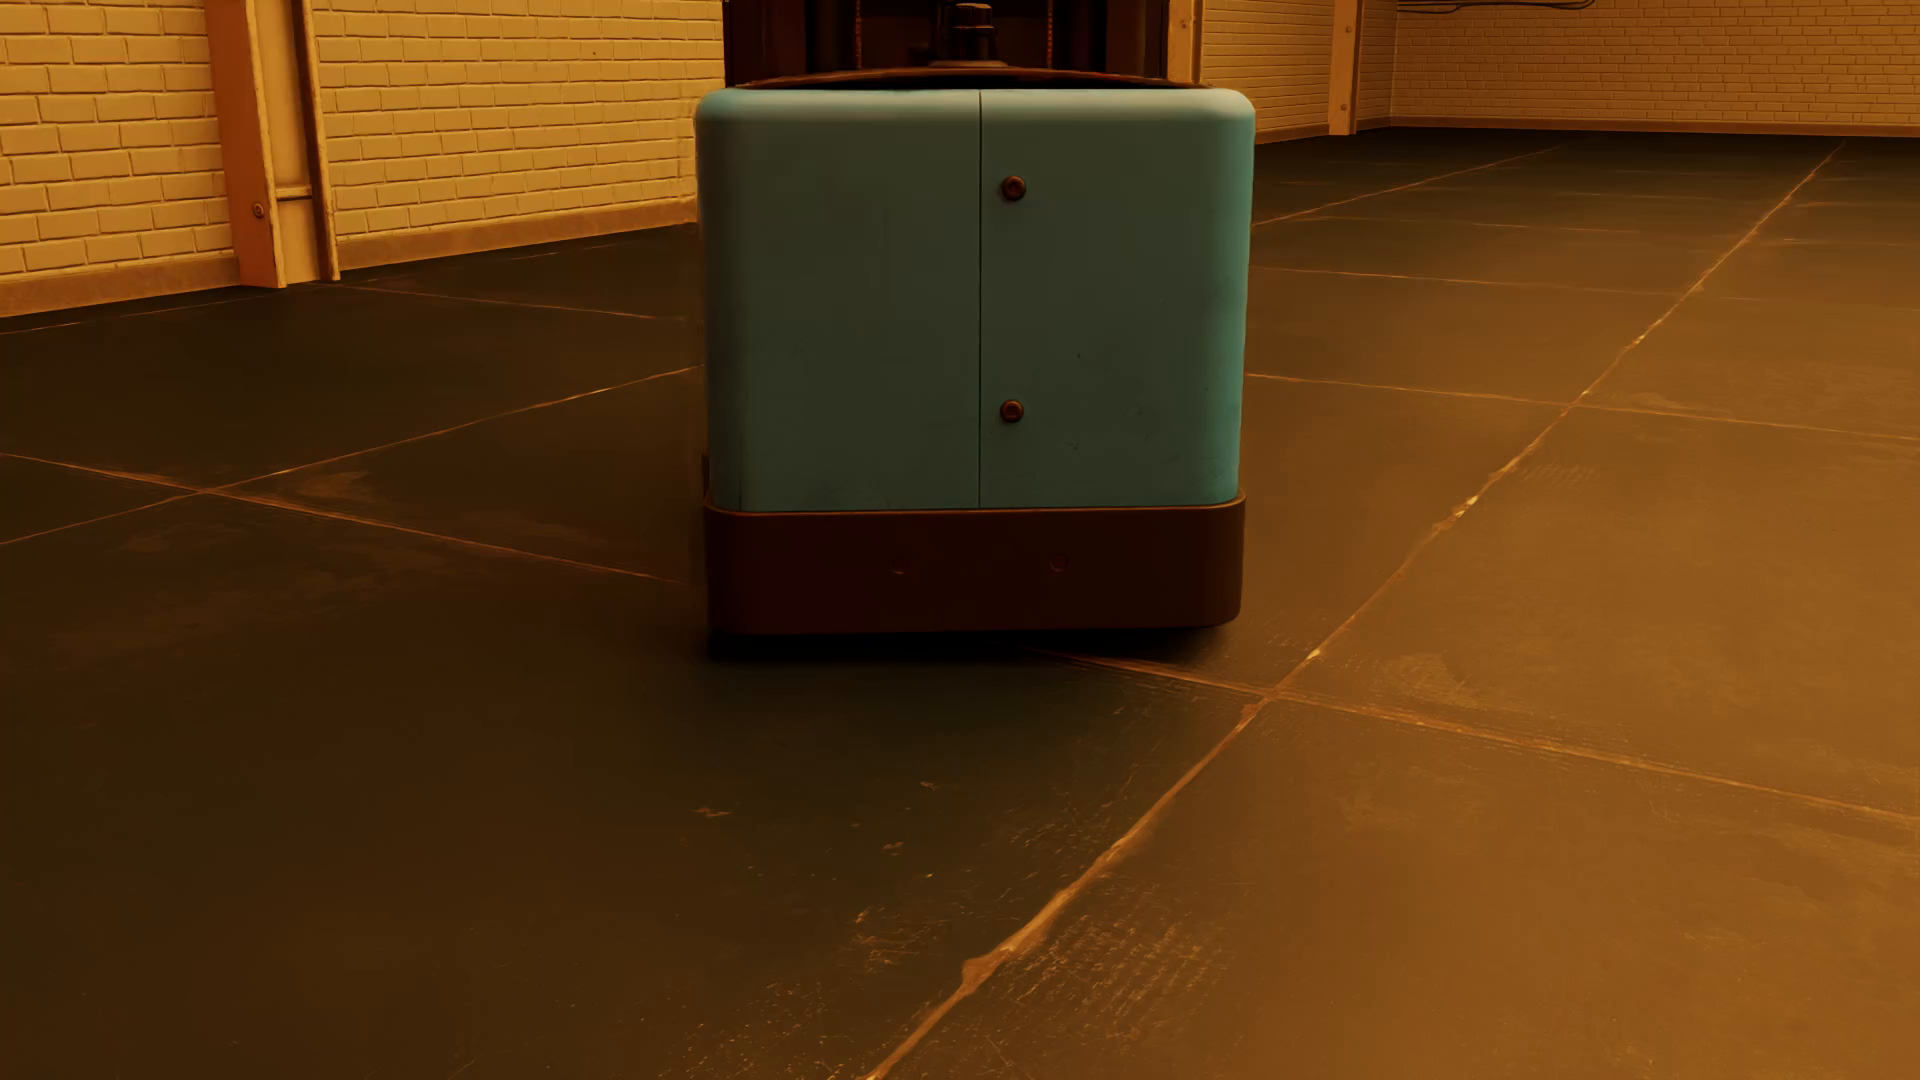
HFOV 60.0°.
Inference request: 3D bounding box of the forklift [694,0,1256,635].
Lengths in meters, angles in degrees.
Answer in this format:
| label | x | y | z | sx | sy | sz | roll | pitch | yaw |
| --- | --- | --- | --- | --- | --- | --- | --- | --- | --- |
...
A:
| label | x | y | z | sx | sy | sz | roll | pitch | yaw |
| --- | --- | --- | --- | --- | --- | --- | --- | --- | --- |
| forklift | -0.048 | -1.588 | 4.246 | 1.130 | 2.935 | 3.031 | -1 | 16 | -3 |
